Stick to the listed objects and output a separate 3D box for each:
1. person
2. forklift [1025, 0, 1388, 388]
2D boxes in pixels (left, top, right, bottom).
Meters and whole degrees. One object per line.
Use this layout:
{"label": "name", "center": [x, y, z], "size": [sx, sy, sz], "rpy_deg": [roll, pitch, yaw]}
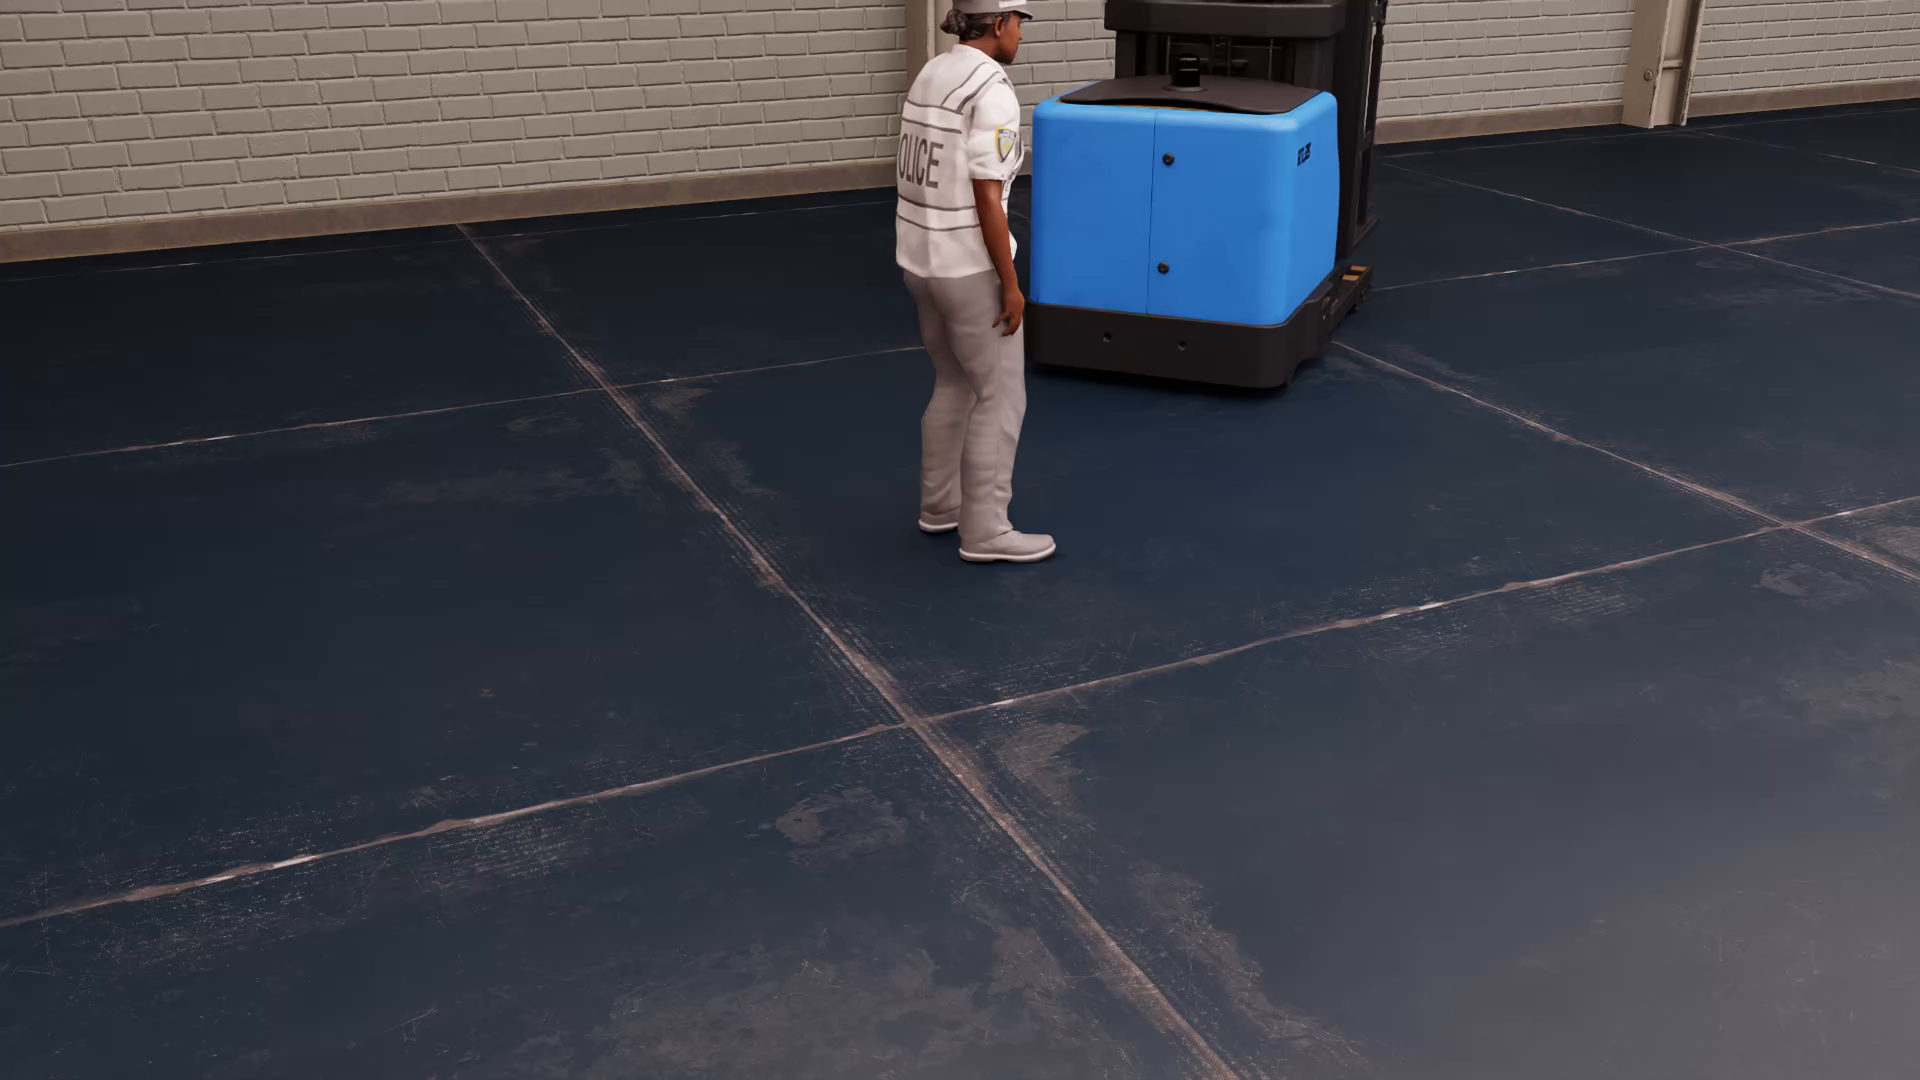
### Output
{"label": "person", "center": [0.033, -0.770, 4.803], "size": [0.393, 1.657, 0.513], "rpy_deg": [-11, 25, -25]}
{"label": "forklift", "center": [1.298, -2.462, 7.212], "size": [1.130, 2.935, 3.031], "rpy_deg": [9, 24, 21]}
